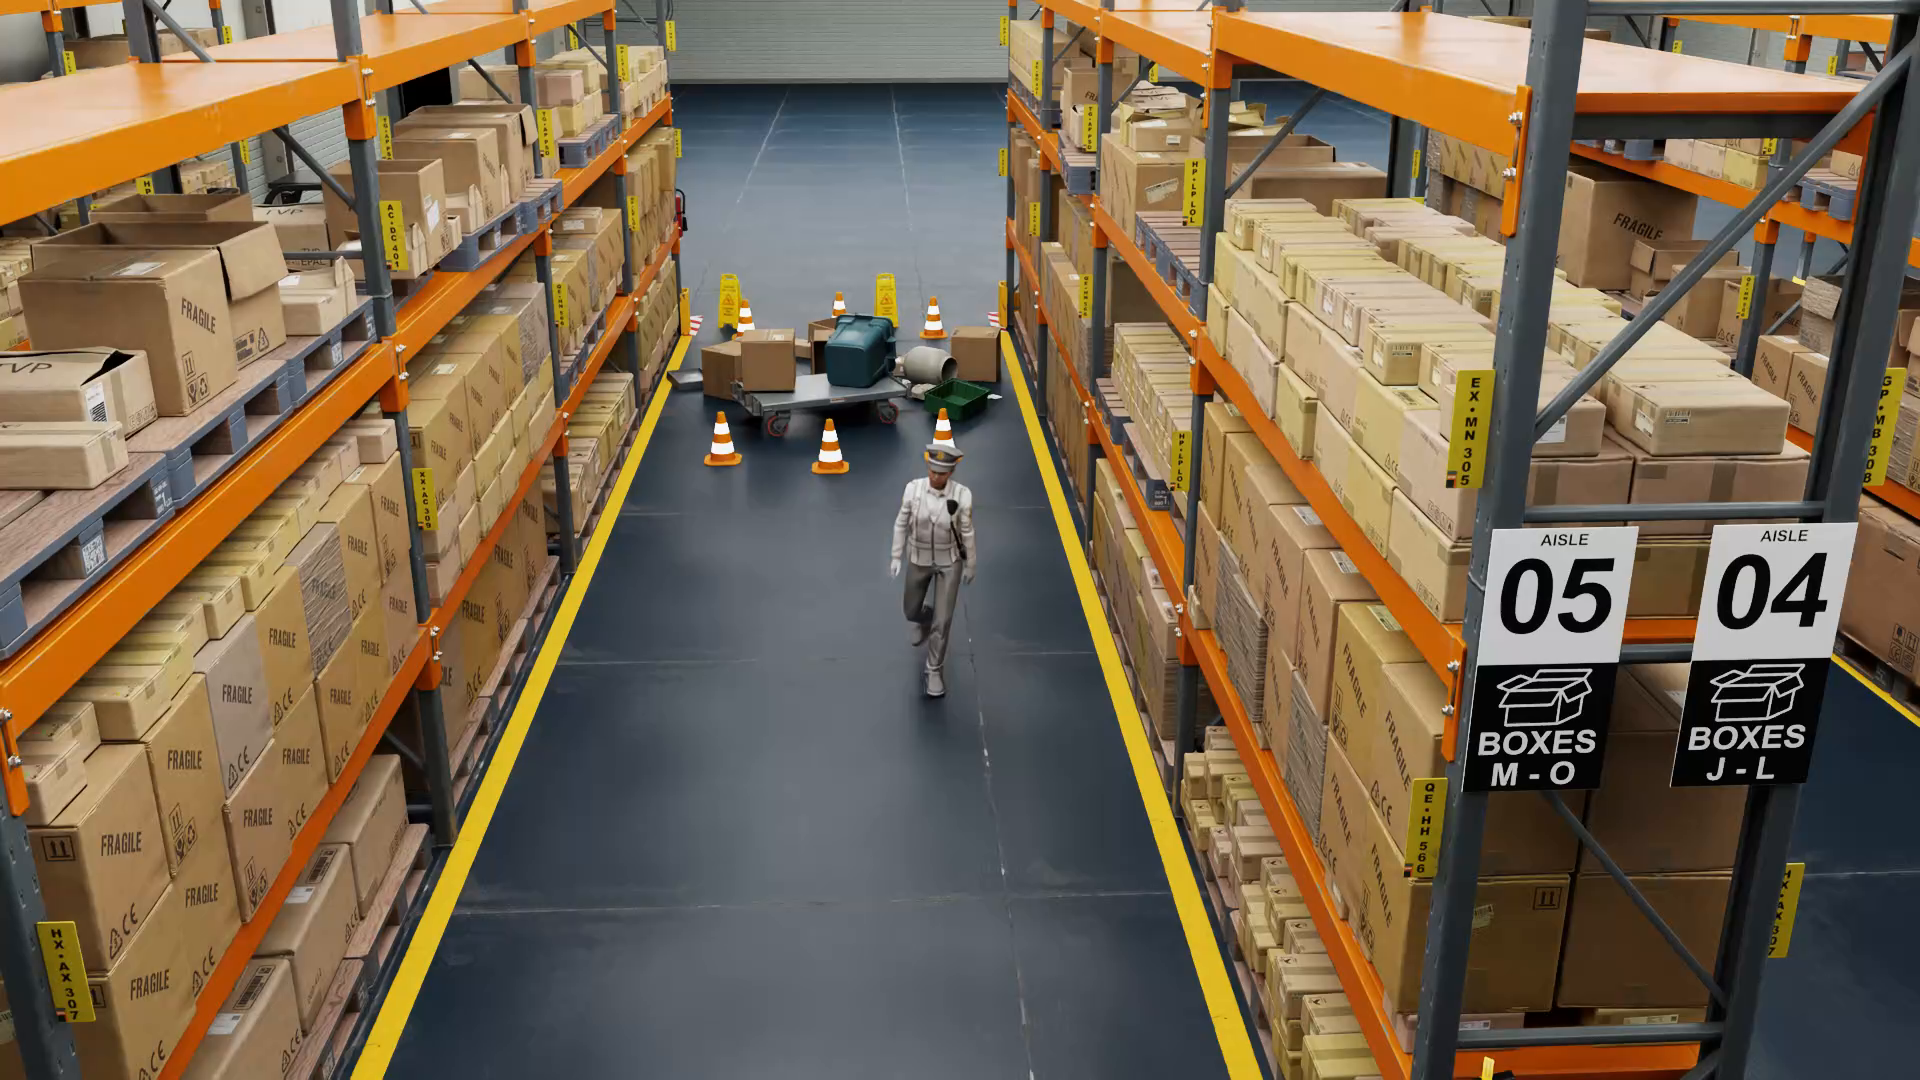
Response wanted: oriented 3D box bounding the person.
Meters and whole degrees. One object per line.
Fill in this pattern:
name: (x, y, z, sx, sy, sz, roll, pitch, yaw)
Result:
person: (-2.450, -0.736, 9.702, 4.986, 2.387, 22.365, 2, 21, 4)
